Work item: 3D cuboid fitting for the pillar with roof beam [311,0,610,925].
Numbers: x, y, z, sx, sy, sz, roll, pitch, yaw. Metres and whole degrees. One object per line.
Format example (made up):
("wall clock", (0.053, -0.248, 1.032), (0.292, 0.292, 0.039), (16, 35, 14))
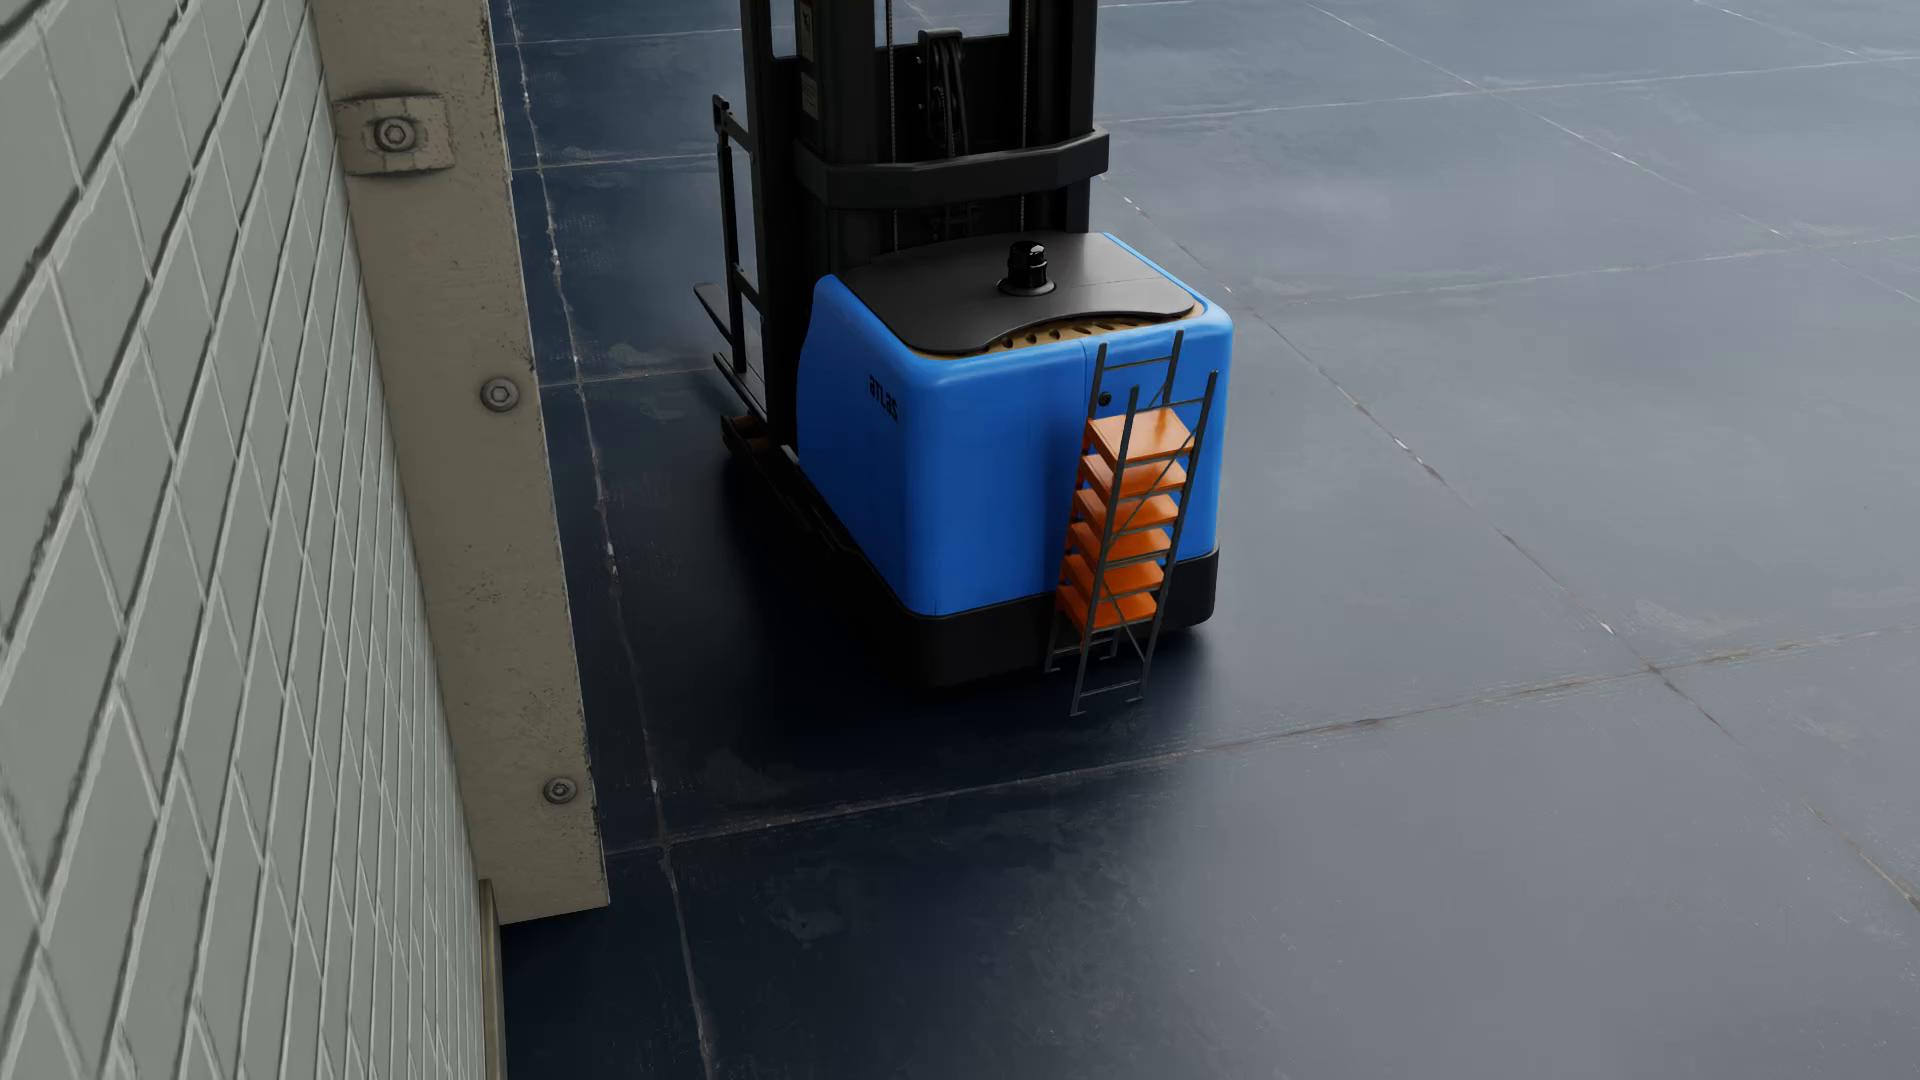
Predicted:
("pillar with roof beam", (3.072, -3.628, 3.034), (9.100, 9.000, 0.400), (-8, 31, -13))

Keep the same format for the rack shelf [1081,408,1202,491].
("rack shelf", (0.473, -0.245, 4.347), (0.258, 0.103, 0.180), (-12, 45, -19))

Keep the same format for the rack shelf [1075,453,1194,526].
("rack shelf", (0.463, -0.156, 4.427), (0.258, 0.103, 0.180), (-12, 45, -19))

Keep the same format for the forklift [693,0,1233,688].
("forklift", (-0.248, -1.558, 5.516), (1.130, 2.935, 3.031), (-12, 32, -20))

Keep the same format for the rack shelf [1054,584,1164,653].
("rack shelf", (0.422, 0.200, 4.746), (0.258, 0.103, 0.180), (-12, 45, -19))

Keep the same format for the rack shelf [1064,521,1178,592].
("rack shelf", (0.442, 0.022, 4.587), (0.258, 0.103, 0.180), (-12, 45, -19))

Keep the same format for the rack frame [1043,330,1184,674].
("rack frame", (0.412, -0.070, 4.618), (0.240, 1.200, 0.006), (-12, 45, -19))

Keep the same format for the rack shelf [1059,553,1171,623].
("rack shelf", (0.432, 0.111, 4.667), (0.258, 0.103, 0.180), (-12, 45, -19))

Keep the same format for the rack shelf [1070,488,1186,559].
("rack shelf", (0.452, -0.067, 4.507), (0.258, 0.103, 0.180), (-12, 45, -19))

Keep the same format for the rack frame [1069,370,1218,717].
("rack frame", (0.480, 0.048, 4.496), (0.240, 1.200, 0.006), (-12, 45, -19))

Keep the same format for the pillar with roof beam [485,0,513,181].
("pillar with roof beam", (1.480, -6.525, 8.041), (9.100, 9.000, 0.400), (-8, 31, -13))

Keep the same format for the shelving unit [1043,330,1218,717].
("shelving unit", (0.446, -0.011, 4.557), (0.258, 1.200, 0.189), (-12, 45, -19))
